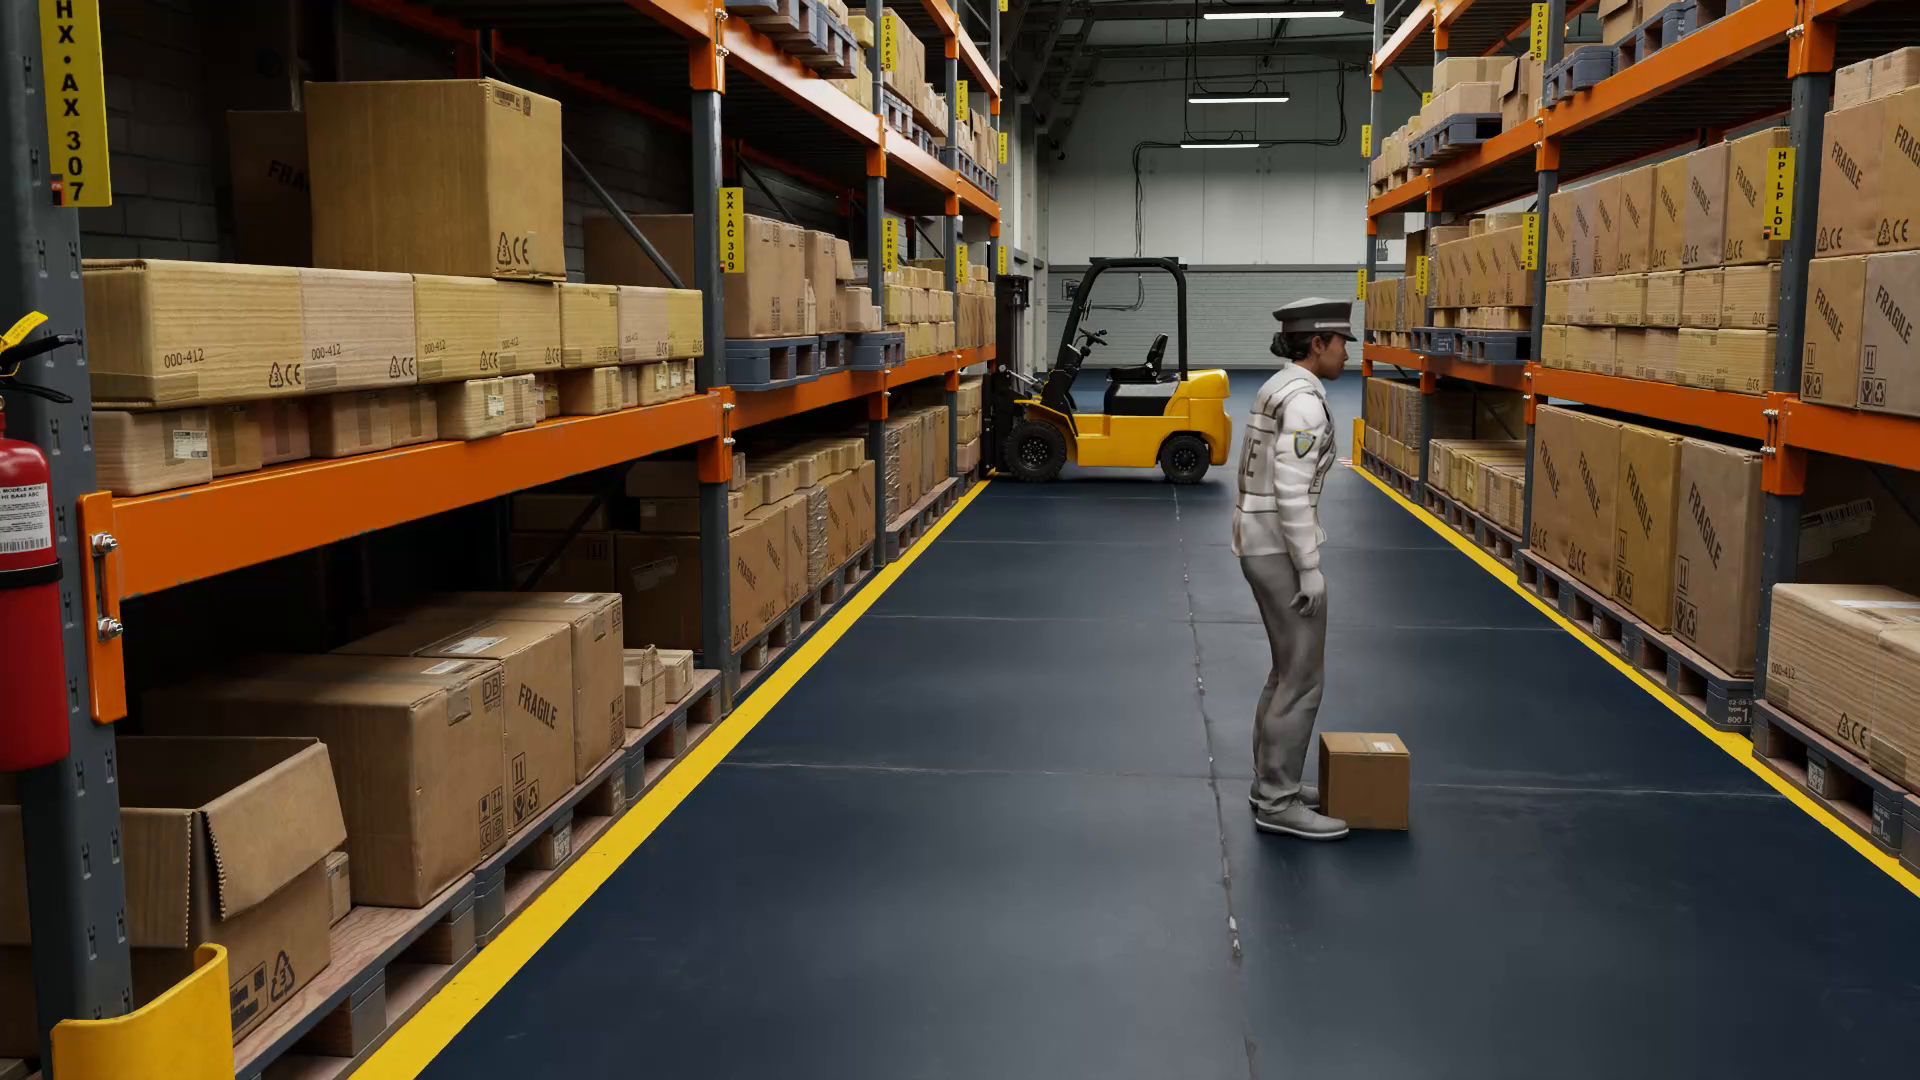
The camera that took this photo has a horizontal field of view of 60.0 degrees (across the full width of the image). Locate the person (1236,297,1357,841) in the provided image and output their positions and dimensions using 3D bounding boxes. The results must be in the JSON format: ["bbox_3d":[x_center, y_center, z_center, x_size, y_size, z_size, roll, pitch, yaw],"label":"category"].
[{"bbox_3d":[1.058,0.075,5.237,0.359,1.662,0.463,0,8,3],"label":"person"}]
